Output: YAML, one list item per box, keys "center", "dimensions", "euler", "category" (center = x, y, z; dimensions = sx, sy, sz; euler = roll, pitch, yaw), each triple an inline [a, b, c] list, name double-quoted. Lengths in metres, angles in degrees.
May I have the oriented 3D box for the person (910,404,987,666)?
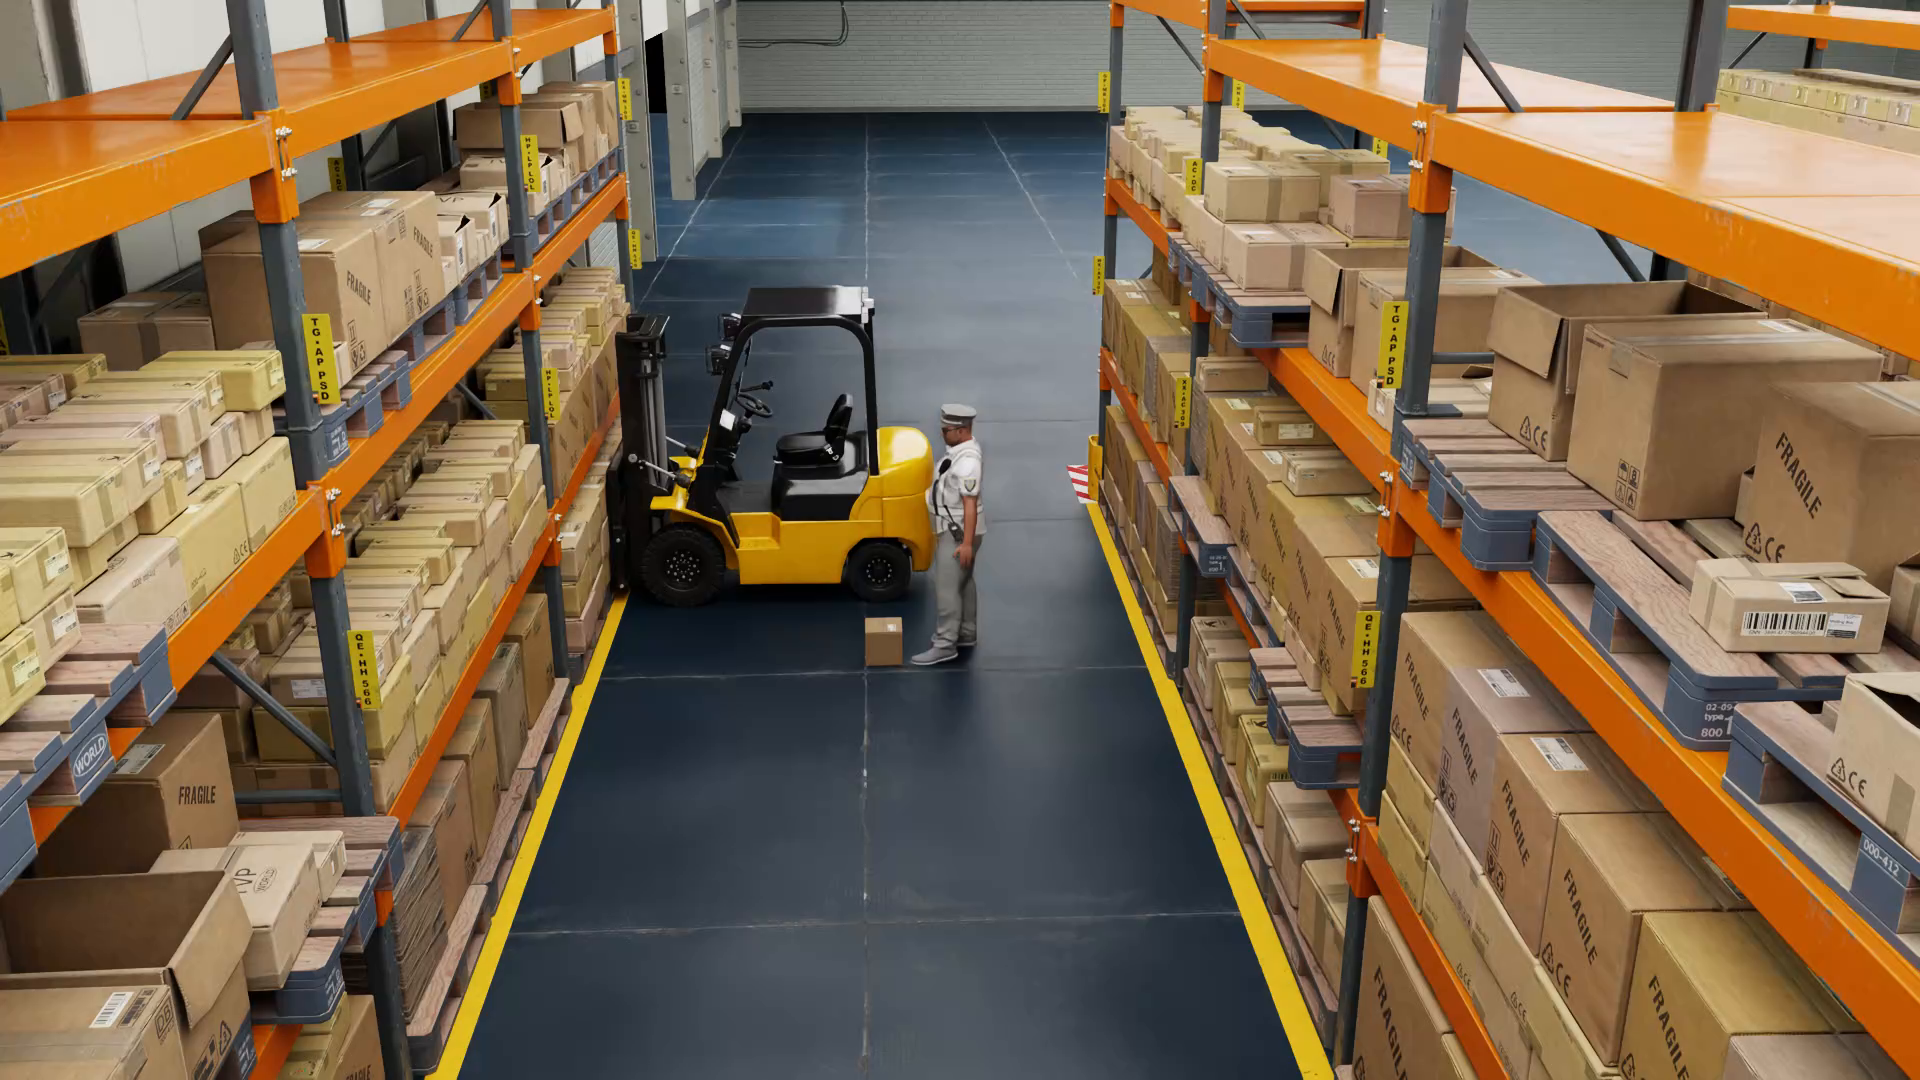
- center: [-0.085, -0.047, 11.189]
  dimensions: [0.526, 1.766, 0.594]
  euler: [-1, 20, -3]
  category: "person"
